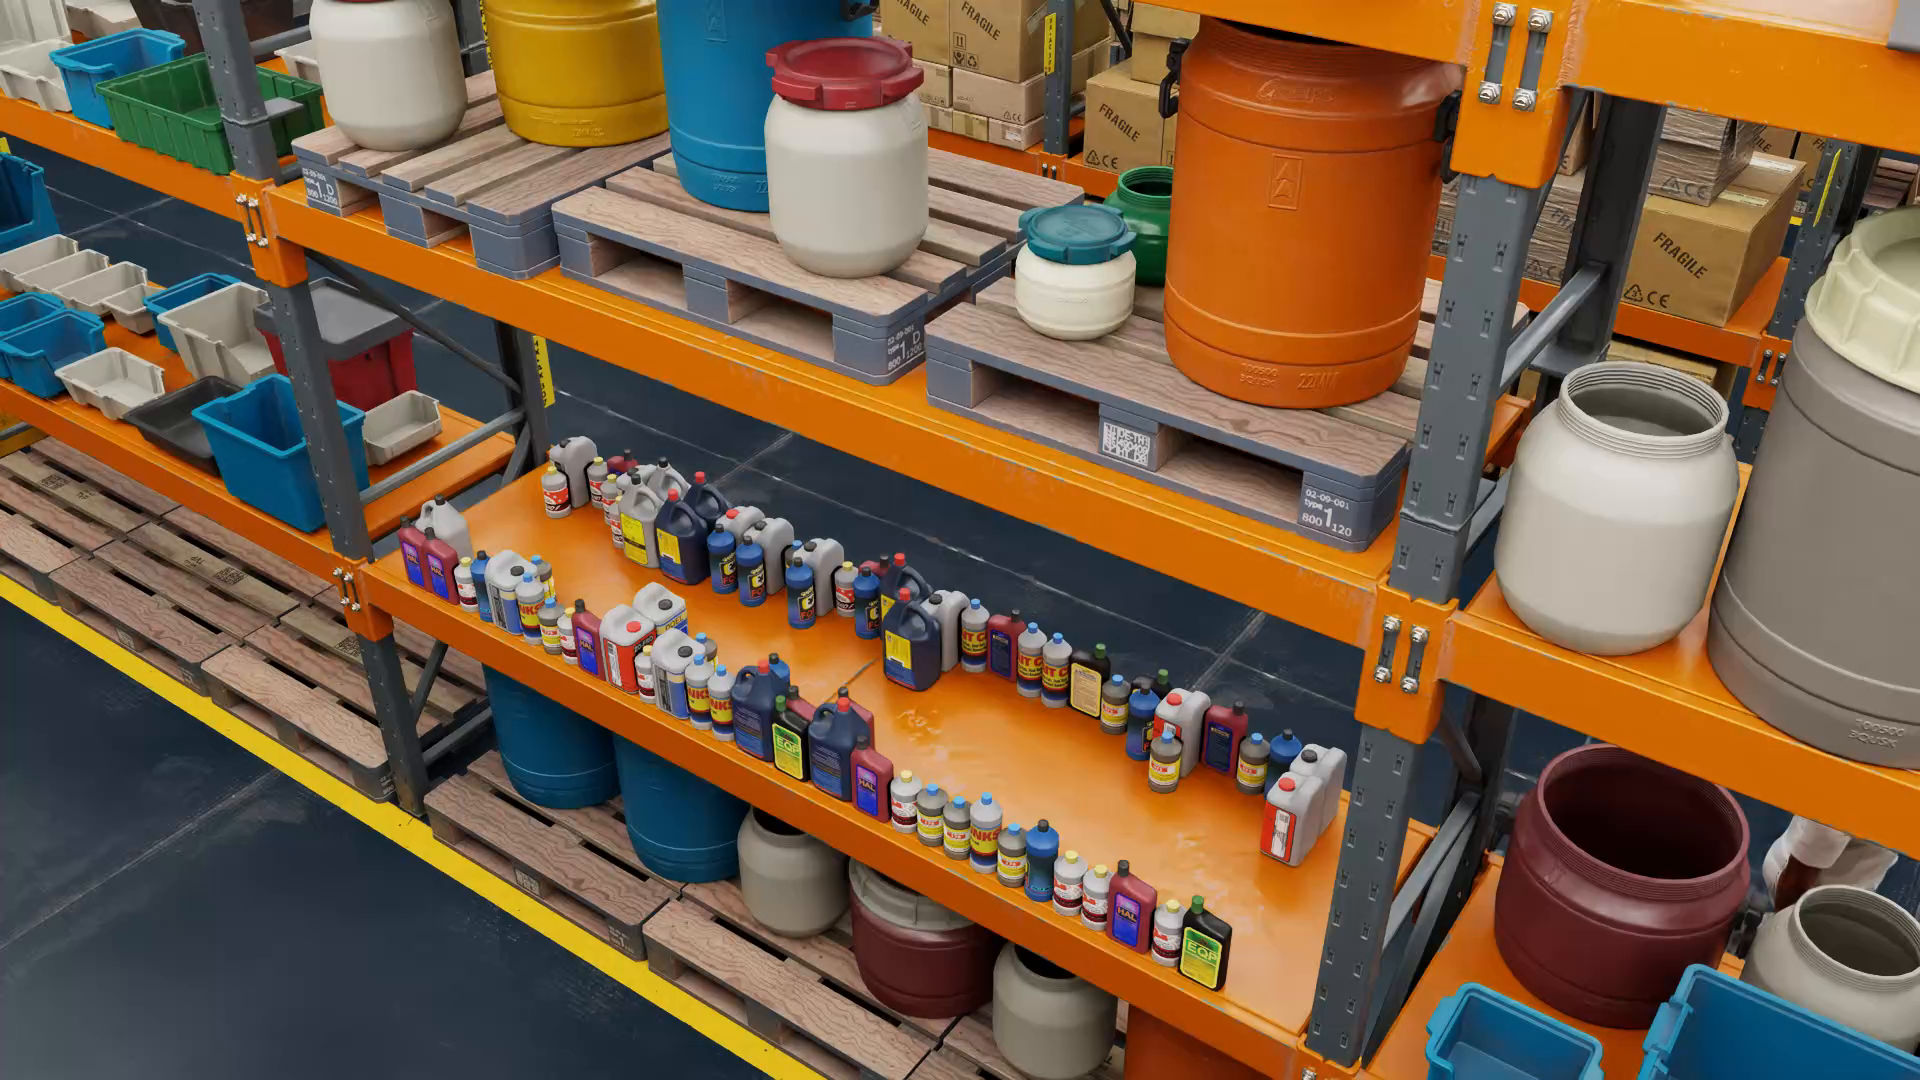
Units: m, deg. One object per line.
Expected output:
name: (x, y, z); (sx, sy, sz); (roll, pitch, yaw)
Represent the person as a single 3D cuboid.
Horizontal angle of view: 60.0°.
person: (2.785, 1.093, 5.505); (0.599, 1.758, 0.640); (-27, 43, -34)
